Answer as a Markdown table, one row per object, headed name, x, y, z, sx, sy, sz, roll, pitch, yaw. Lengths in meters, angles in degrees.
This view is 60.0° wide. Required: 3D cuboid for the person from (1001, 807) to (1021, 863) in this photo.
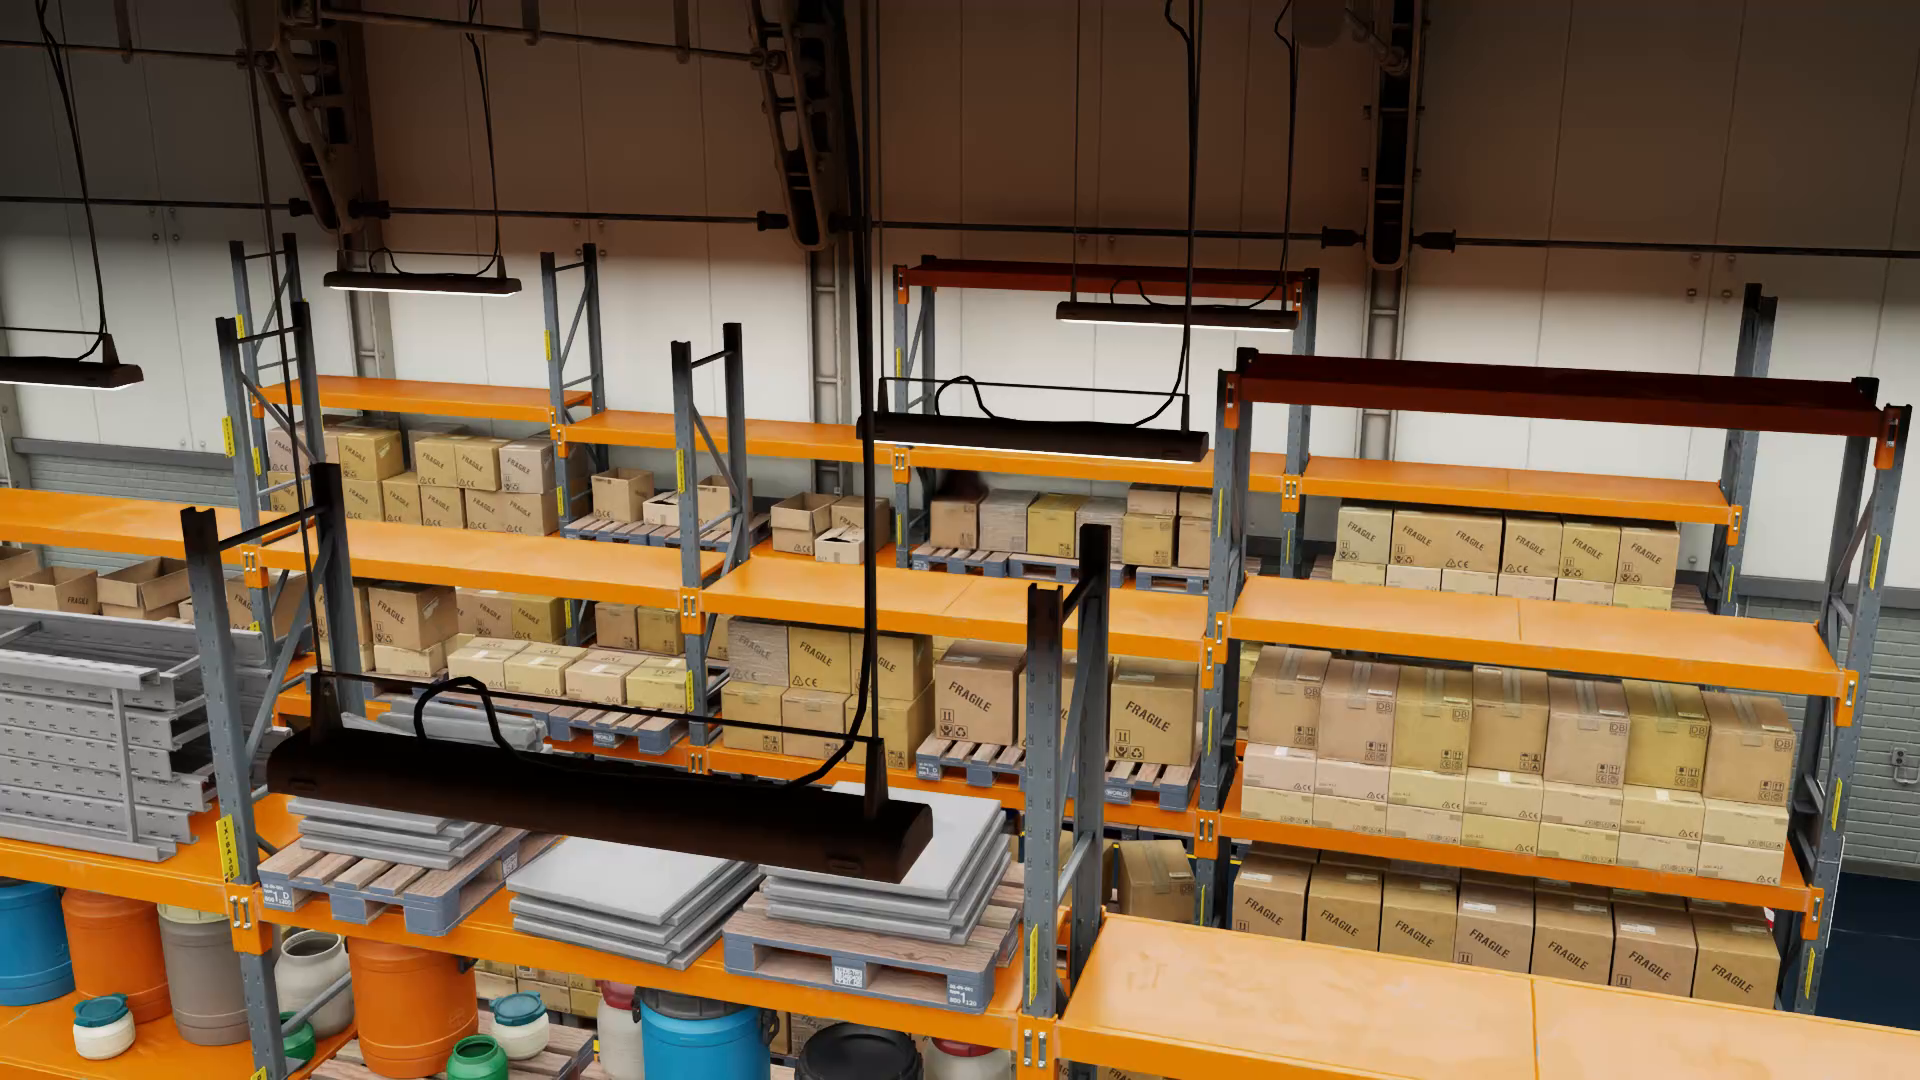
| name | x | y | z | sx | sy | sz | roll | pitch | yaw |
| --- | --- | --- | --- | --- | --- | --- | --- | --- | --- |
| person | 0.382 | 2.771 | 15.633 | 0.512 | 1.654 | 0.384 | 8 | 18 | 24 |
